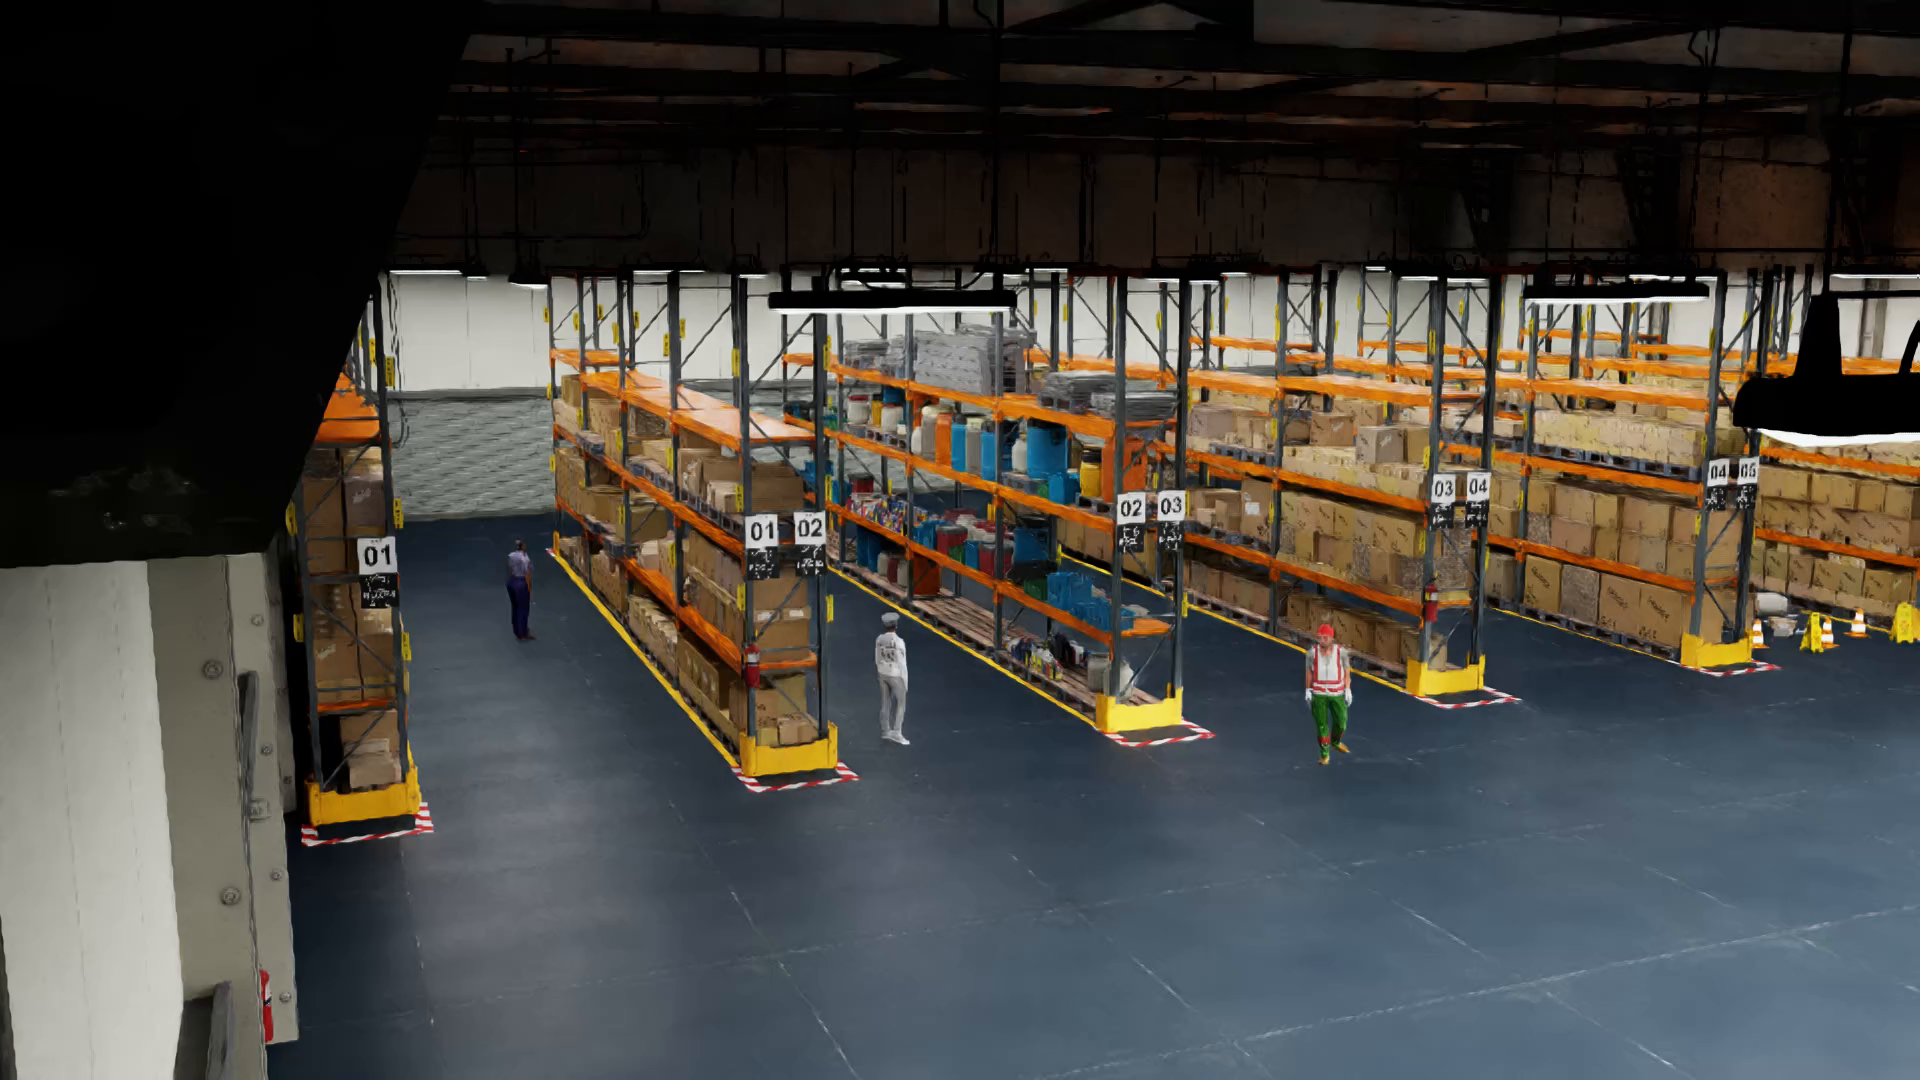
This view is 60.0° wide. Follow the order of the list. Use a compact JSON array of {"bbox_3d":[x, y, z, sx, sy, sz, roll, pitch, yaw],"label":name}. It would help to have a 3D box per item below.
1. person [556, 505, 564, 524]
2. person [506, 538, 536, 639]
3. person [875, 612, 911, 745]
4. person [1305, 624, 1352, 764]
[{"bbox_3d":[-9.027,-1.189,38.525,0.709,1.704,0.835,-8,12,-37],"label":"person"},{"bbox_3d":[-7.199,0.776,27.378,0.579,1.658,0.445,8,13,39],"label":"person"},{"bbox_3d":[-0.873,1.806,21.598,0.539,1.727,0.361,8,13,39],"label":"person"},{"bbox_3d":[4.586,1.893,20.693,0.587,1.780,0.560,2,10,14],"label":"person"}]
